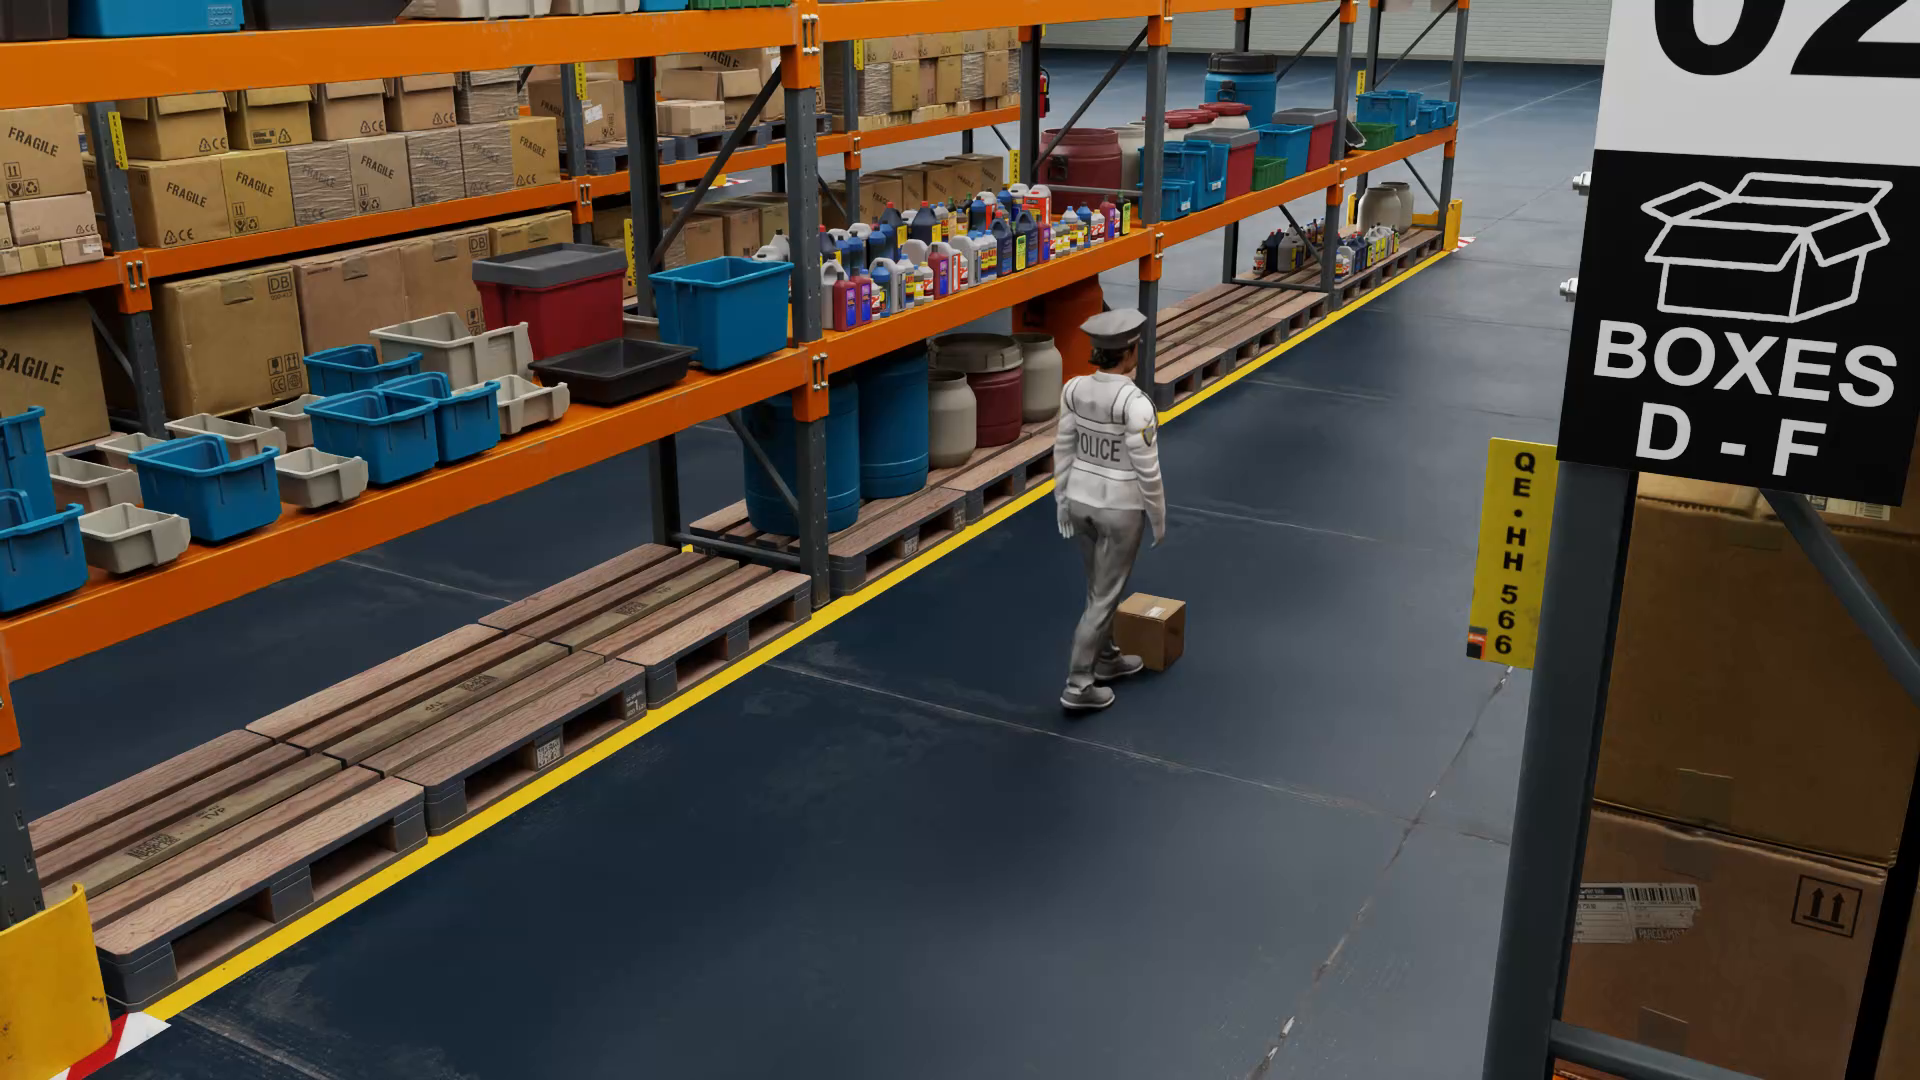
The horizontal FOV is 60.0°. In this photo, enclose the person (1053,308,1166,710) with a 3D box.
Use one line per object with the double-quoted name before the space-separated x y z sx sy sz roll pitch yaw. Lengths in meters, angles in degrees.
"person" 0.642 -0.130 6.902 0.634 1.672 0.500 -17 26 -40
